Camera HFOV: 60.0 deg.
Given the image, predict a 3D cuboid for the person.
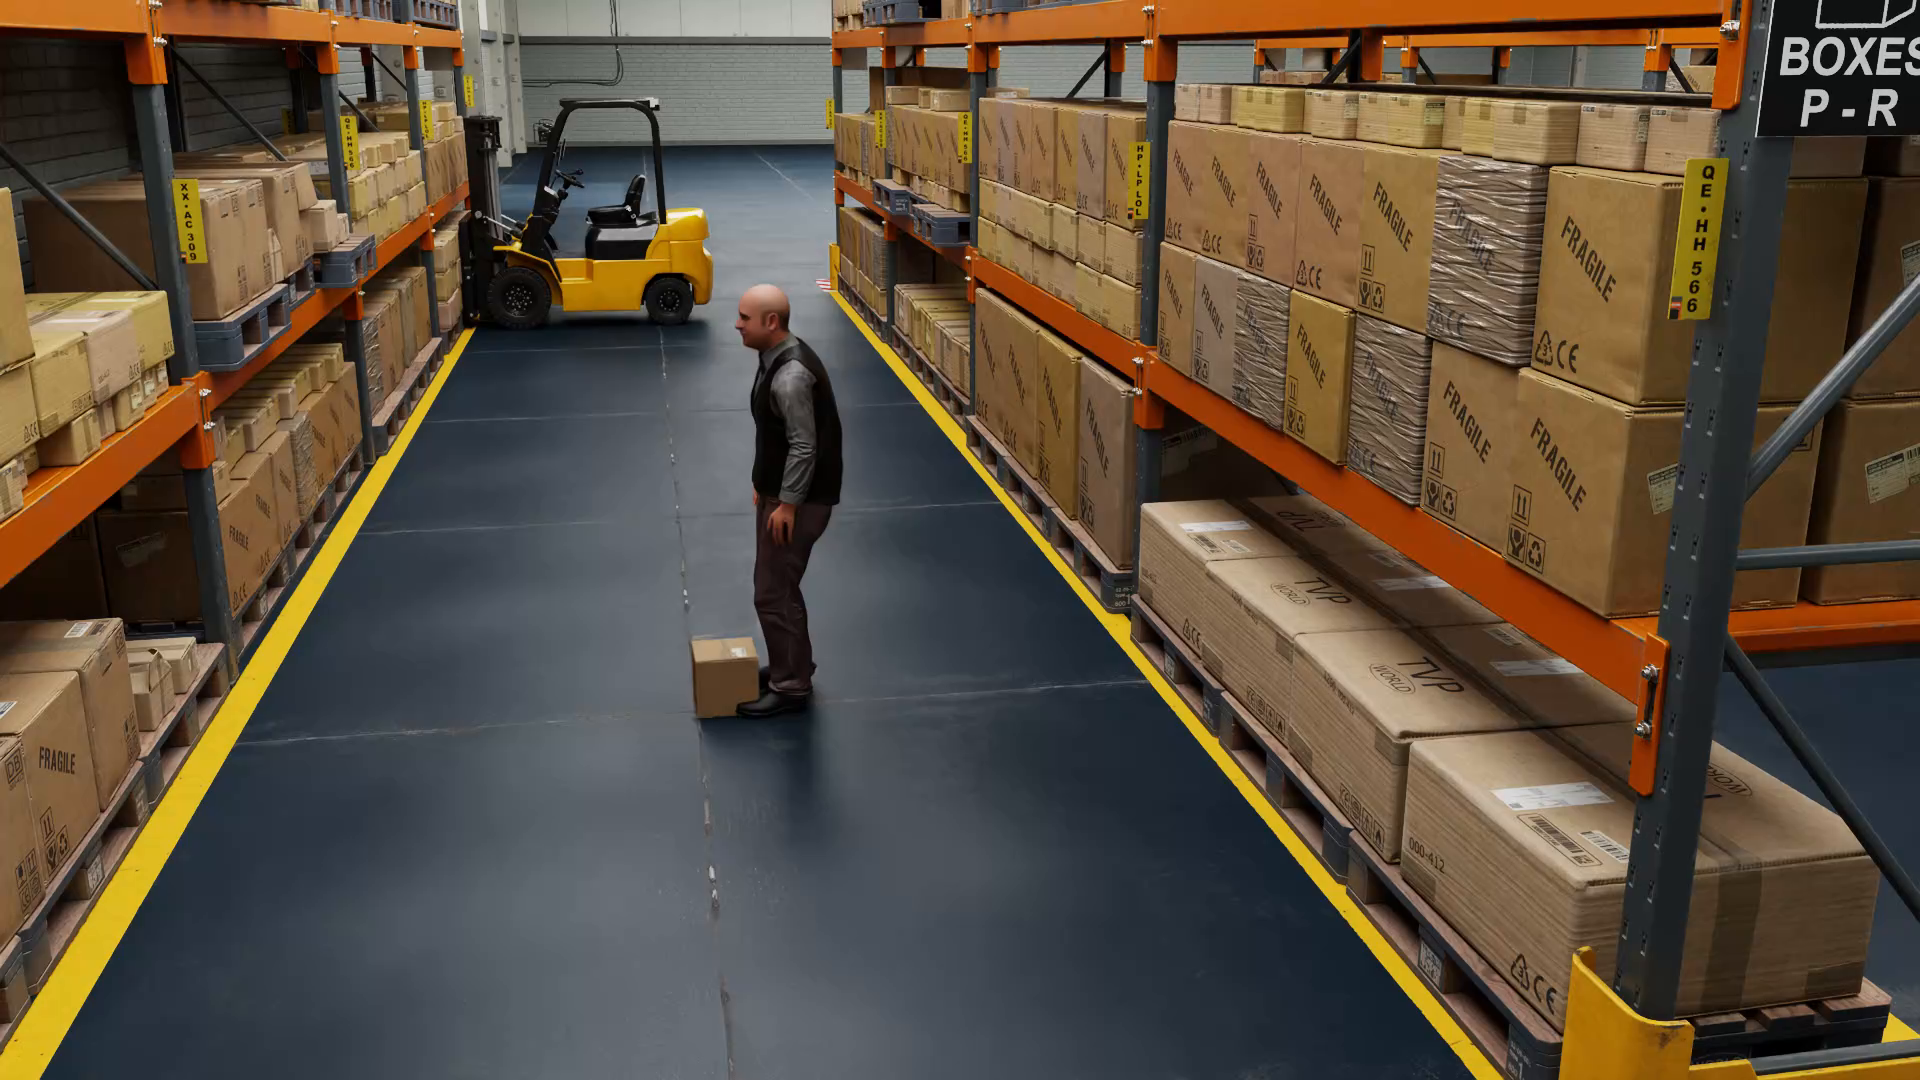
[{"bbox_3d":[-0.704,-0.160,6.629,0.474,1.720,0.572,-4,17,-12],"label":"person"}]
